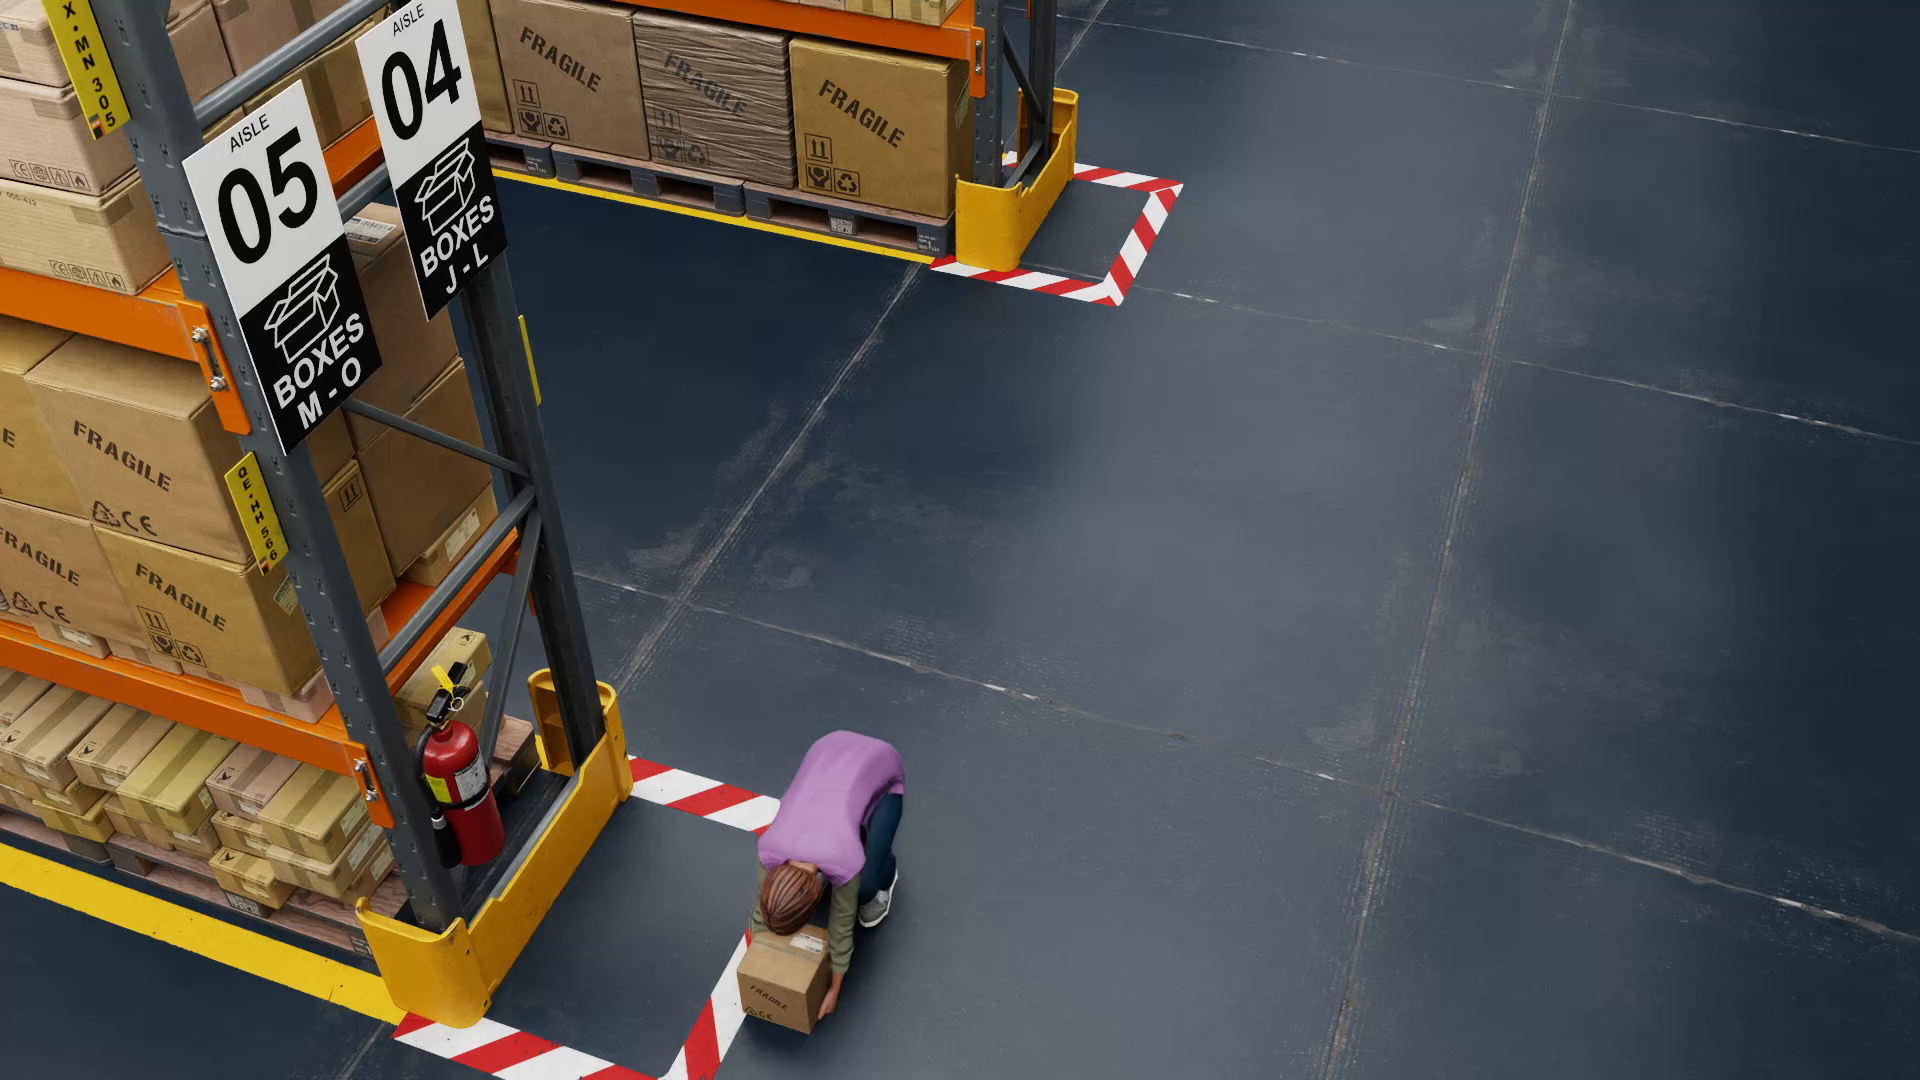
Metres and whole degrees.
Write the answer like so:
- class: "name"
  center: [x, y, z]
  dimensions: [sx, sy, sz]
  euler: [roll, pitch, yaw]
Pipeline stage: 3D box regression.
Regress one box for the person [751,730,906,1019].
- class: "person"
  center: [-0.454, 1.102, 5.644]
  dimensions: [0.419, 0.711, 0.868]
  euler: [15, 44, 16]
